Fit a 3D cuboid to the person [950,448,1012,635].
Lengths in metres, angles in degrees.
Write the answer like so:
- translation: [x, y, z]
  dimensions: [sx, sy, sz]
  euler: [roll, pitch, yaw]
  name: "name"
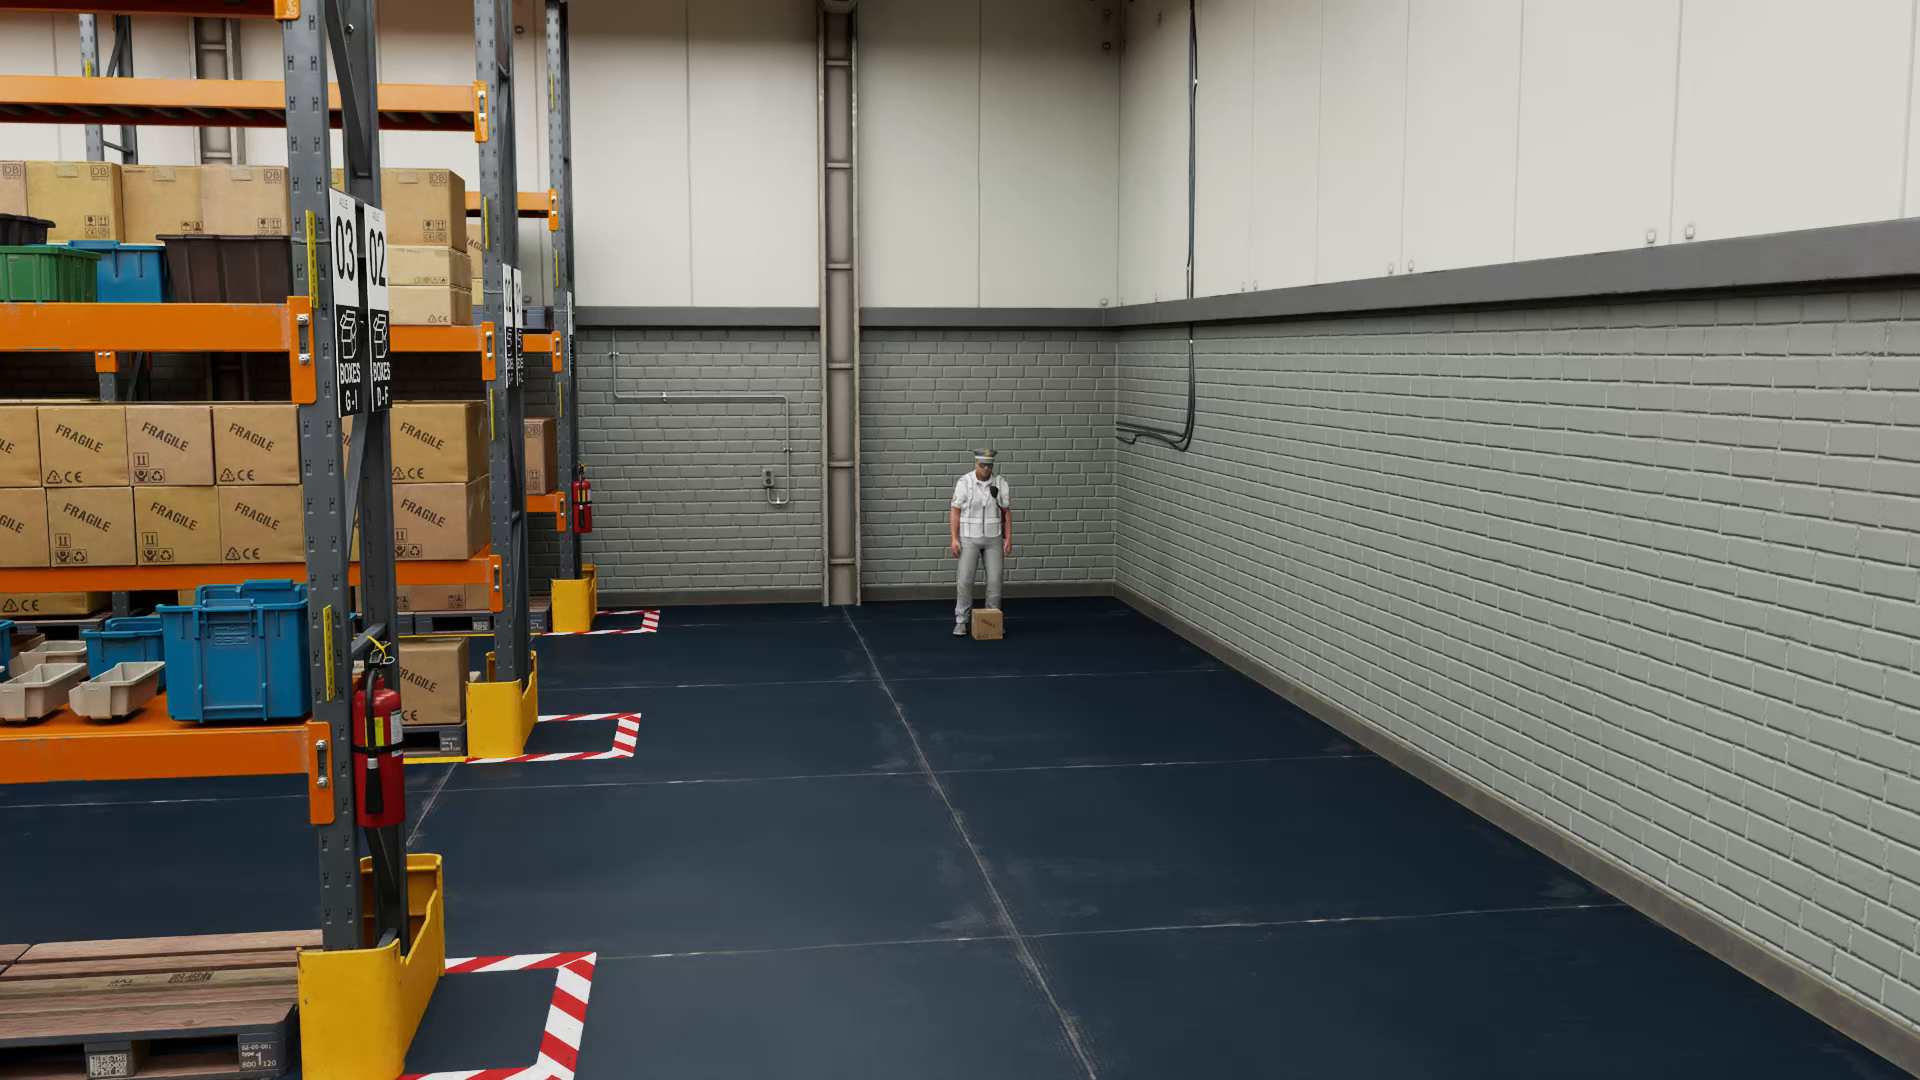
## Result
- translation: [0.198, 0.005, 15.635]
  dimensions: [0.586, 1.748, 0.439]
  euler: [-1, 7, -8]
  name: "person"
